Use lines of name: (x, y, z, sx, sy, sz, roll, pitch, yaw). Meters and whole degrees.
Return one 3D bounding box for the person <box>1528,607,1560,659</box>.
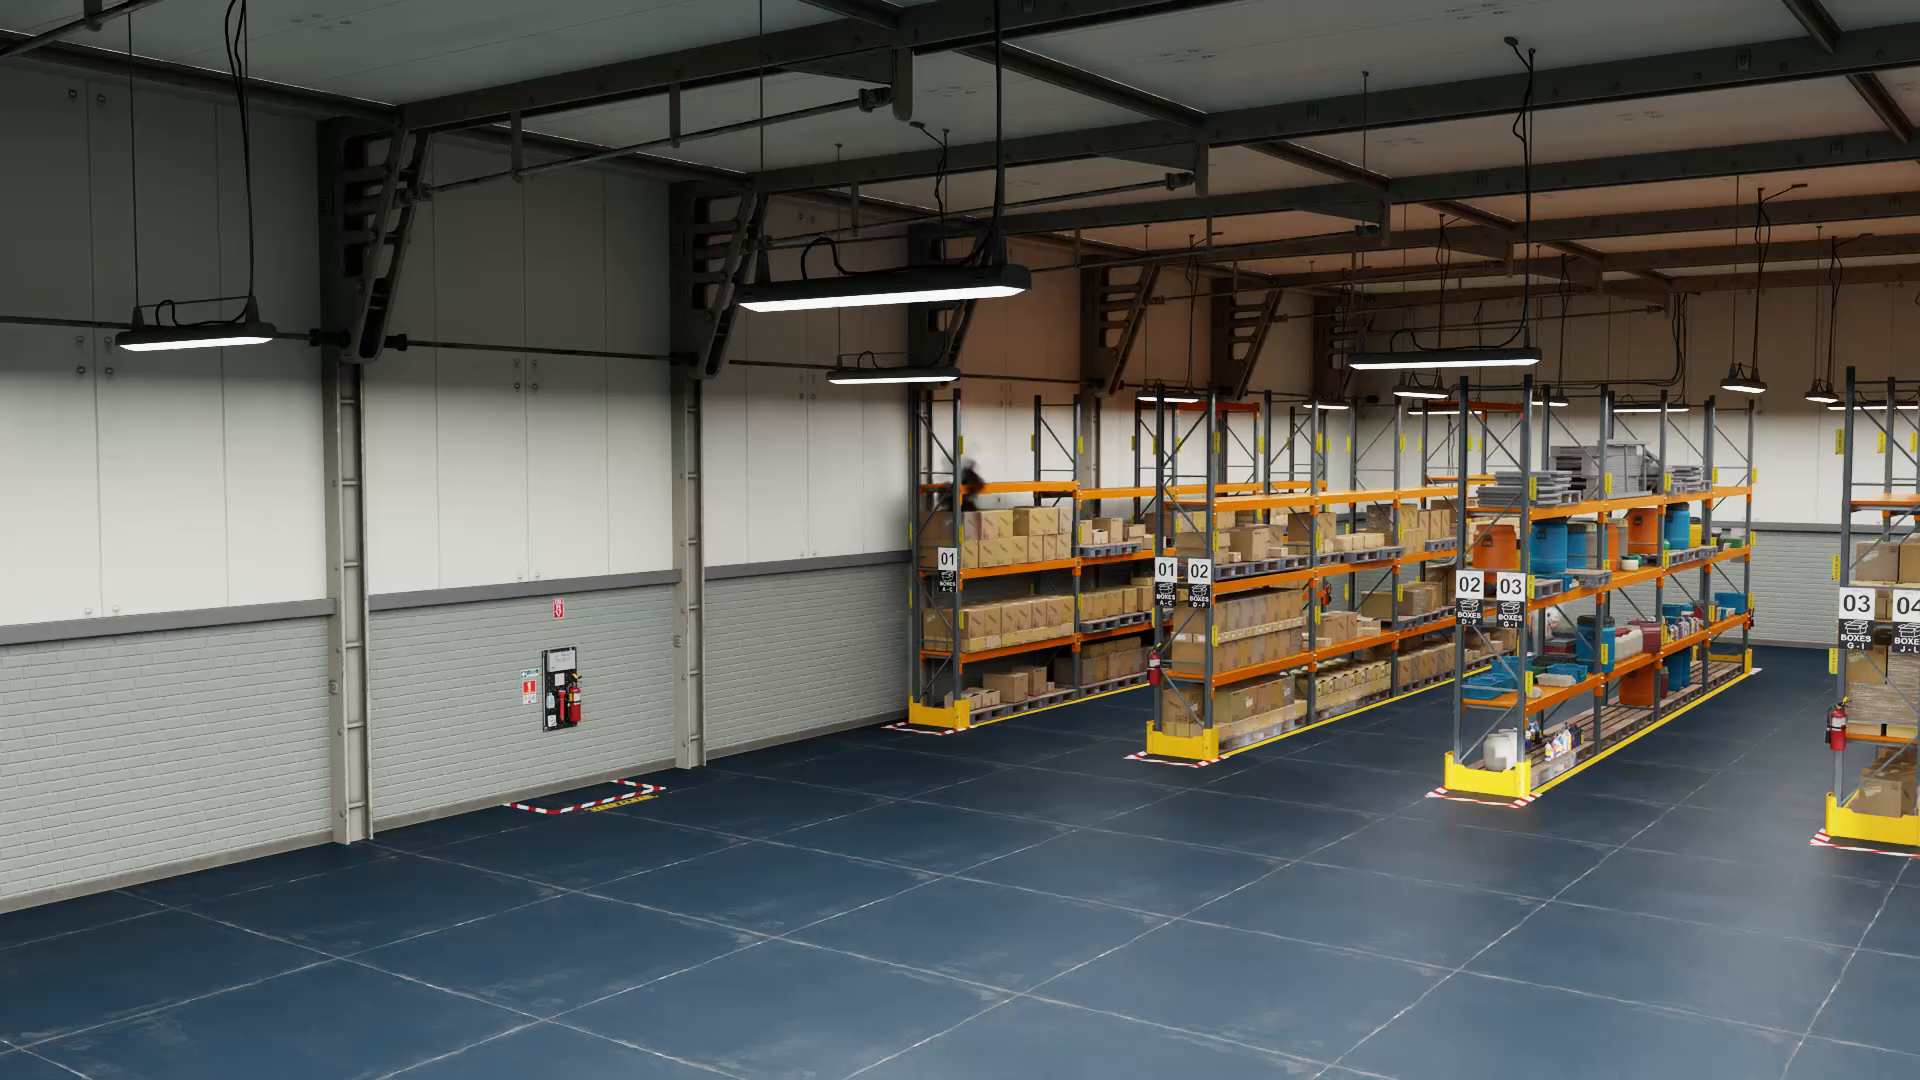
person: (12.568, 2.073, 35.846, 0.680, 1.802, 0.883, 2, 4, 30)
